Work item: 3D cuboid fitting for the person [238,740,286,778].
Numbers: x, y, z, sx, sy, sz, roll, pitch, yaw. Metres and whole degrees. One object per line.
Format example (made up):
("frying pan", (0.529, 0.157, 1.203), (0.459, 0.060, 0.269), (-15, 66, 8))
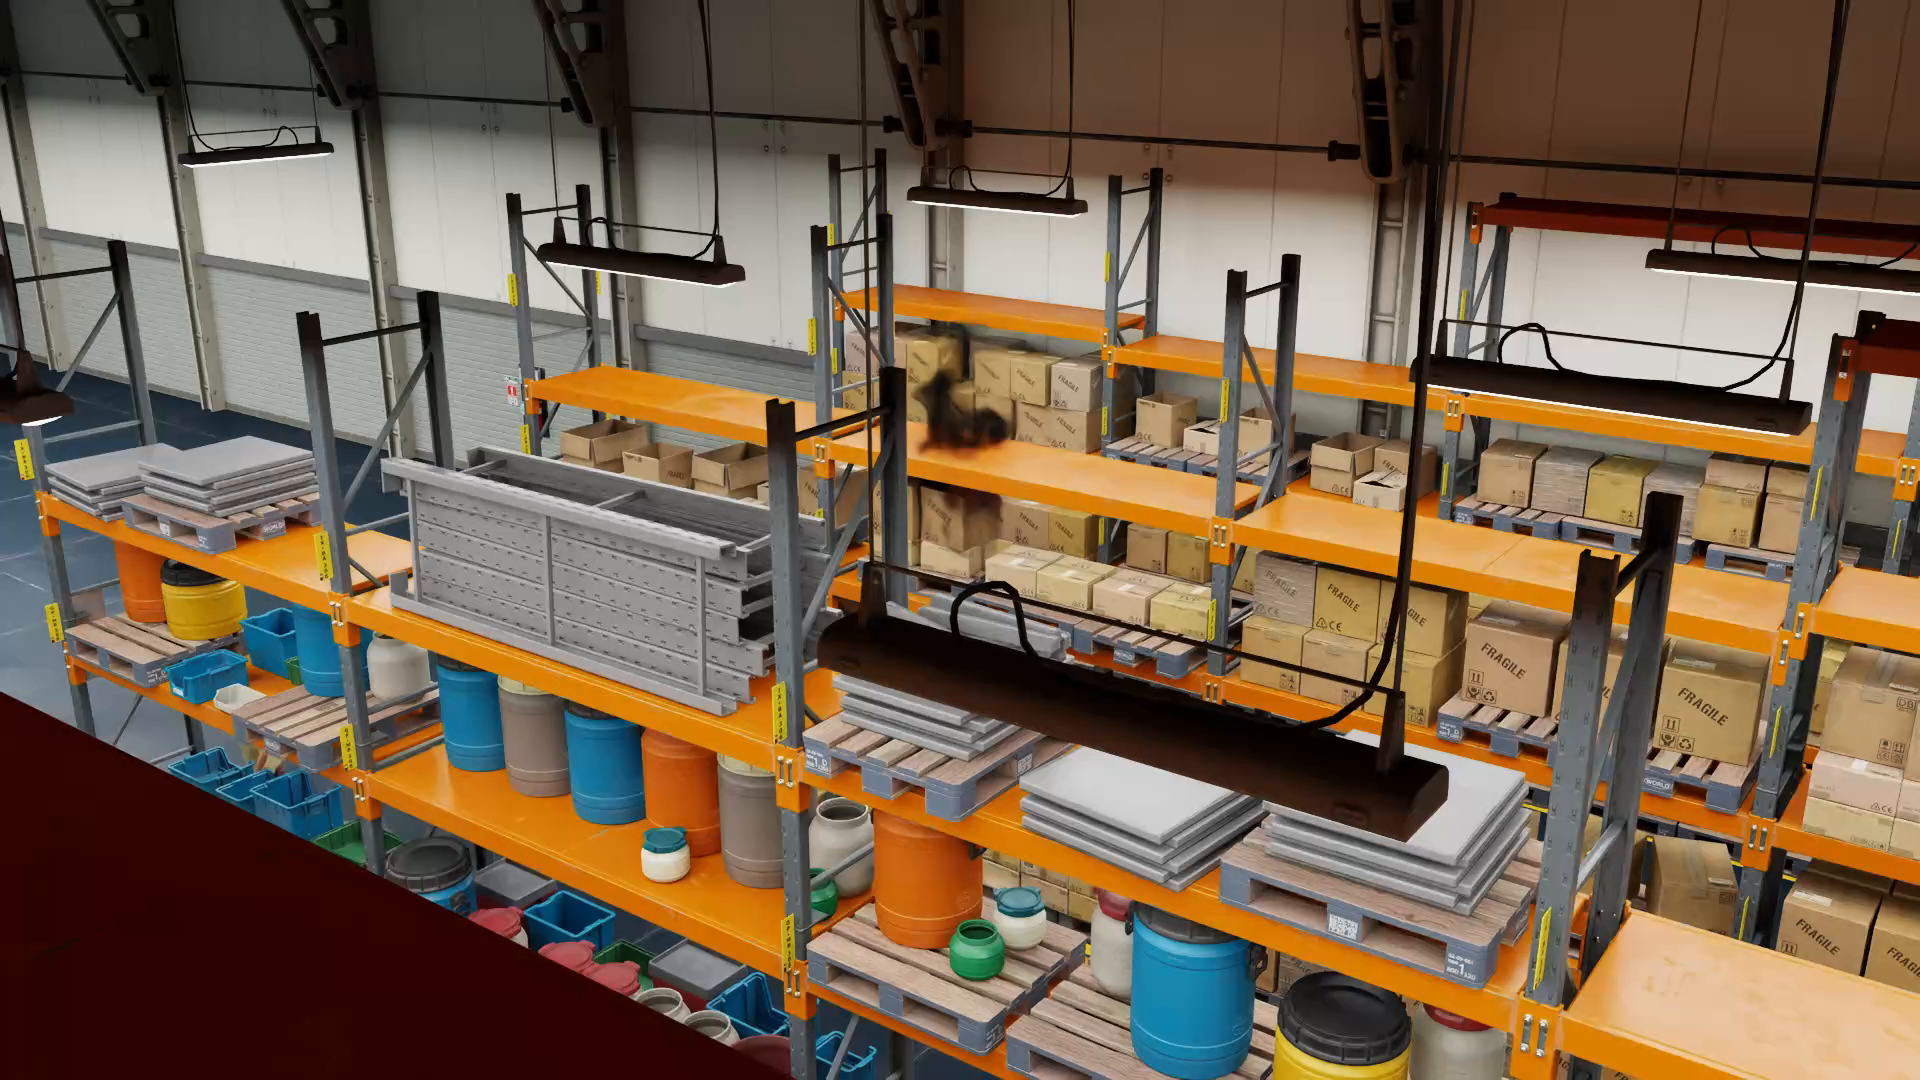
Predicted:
("person", (-6.639, 2.226, 15.878), (0.760, 1.688, 0.643), (2, 19, 7))
